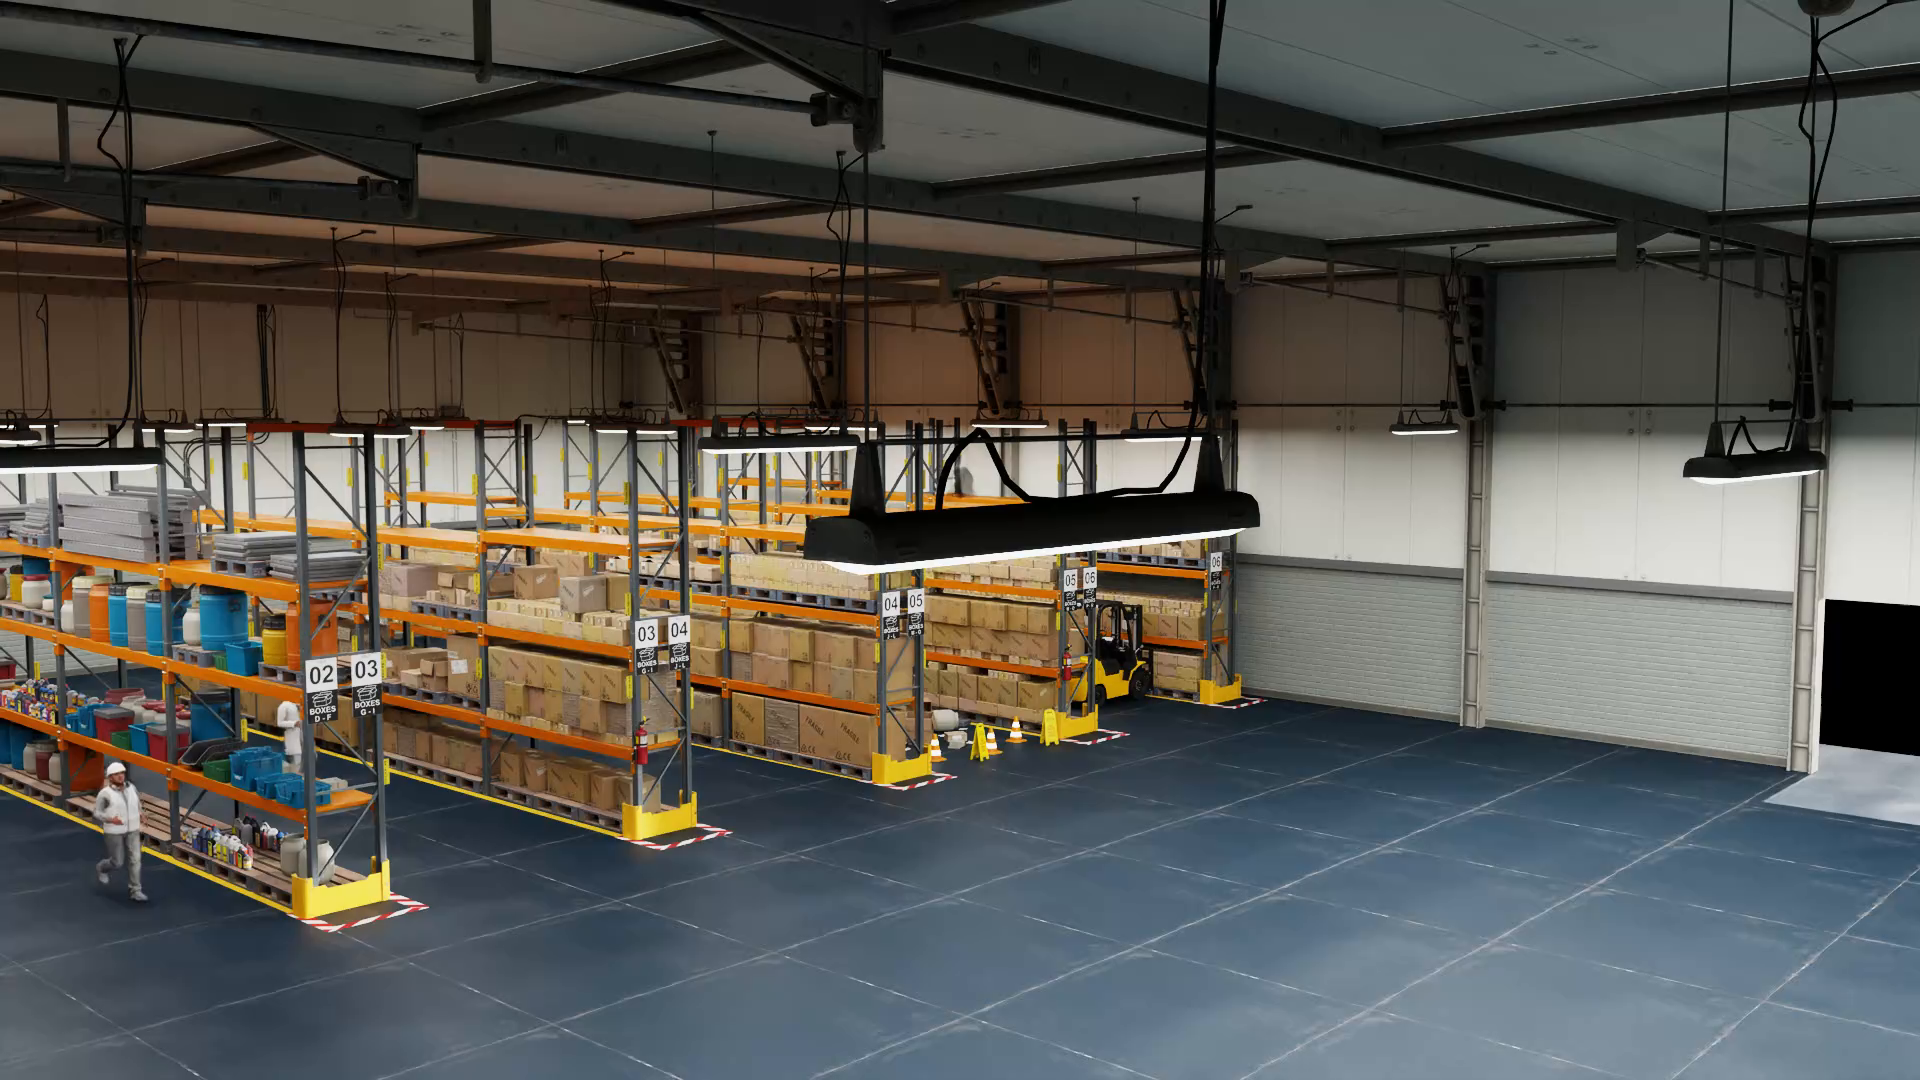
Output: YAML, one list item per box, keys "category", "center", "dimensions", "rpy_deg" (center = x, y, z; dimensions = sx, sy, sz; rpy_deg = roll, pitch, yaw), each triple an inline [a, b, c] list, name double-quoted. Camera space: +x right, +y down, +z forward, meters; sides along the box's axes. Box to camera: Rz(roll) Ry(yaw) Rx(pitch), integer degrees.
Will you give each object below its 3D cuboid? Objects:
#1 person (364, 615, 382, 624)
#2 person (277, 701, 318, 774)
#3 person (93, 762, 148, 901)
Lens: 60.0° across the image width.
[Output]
- category: "person"
  center: [-13.914, 2.305, 39.258]
  dimensions: [0.628, 1.646, 0.747]
  rpy_deg: [3, 5, 32]
- category: "person"
  center: [-10.755, 3.241, 27.098]
  dimensions: [0.673, 1.763, 0.694]
  rpy_deg: [3, 6, 34]
- category: "person"
  center: [-10.732, 3.714, 21.310]
  dimensions: [0.971, 1.741, 0.676]
  rpy_deg: [3, 6, 37]
